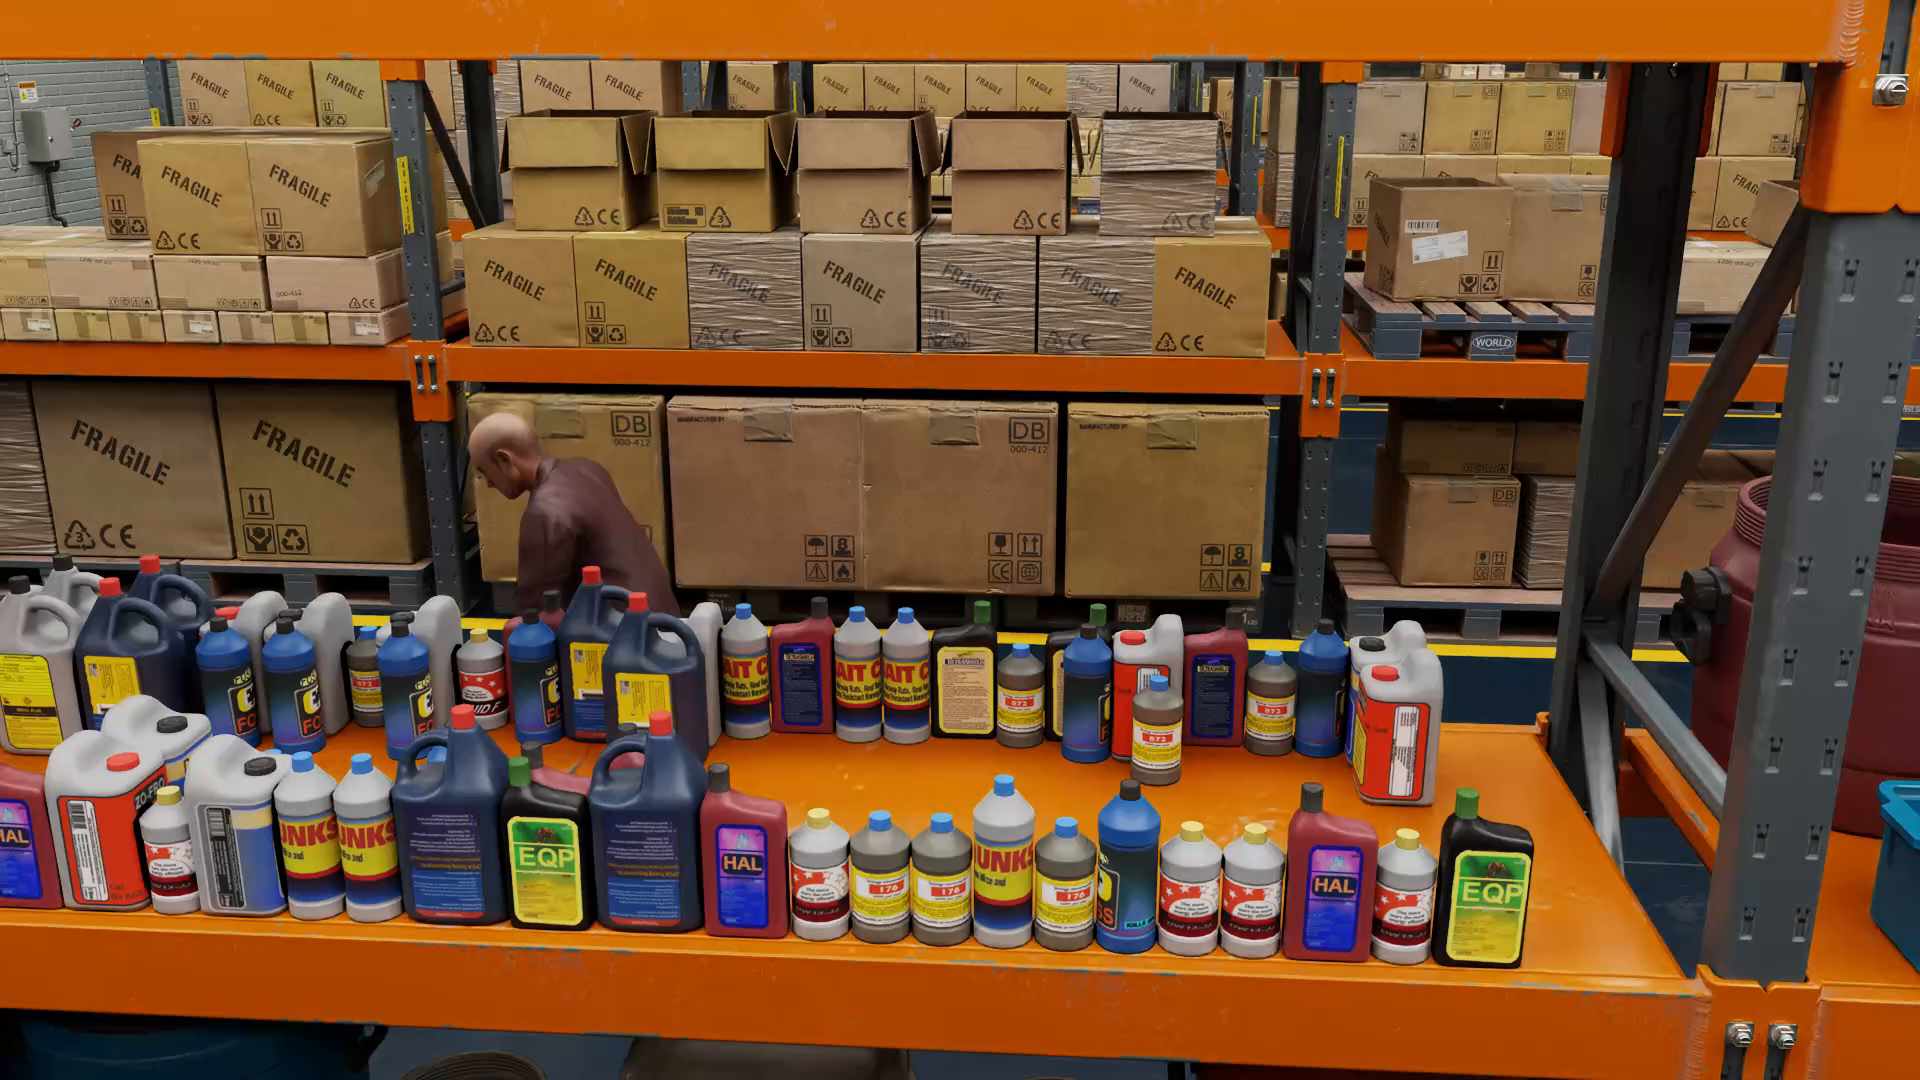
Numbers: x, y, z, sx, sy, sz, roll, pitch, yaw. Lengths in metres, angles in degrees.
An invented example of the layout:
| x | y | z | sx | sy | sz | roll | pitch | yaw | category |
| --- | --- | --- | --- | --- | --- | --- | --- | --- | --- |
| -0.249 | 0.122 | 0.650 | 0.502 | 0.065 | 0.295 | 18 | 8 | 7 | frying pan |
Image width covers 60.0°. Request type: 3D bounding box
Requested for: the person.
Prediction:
| x | y | z | sx | sy | sz | roll | pitch | yaw | category |
| --- | --- | --- | --- | --- | --- | --- | --- | --- | --- |
| -1.195 | 0.366 | 5.285 | 0.612 | 1.552 | 0.625 | 1 | 17 | 4 | person |
